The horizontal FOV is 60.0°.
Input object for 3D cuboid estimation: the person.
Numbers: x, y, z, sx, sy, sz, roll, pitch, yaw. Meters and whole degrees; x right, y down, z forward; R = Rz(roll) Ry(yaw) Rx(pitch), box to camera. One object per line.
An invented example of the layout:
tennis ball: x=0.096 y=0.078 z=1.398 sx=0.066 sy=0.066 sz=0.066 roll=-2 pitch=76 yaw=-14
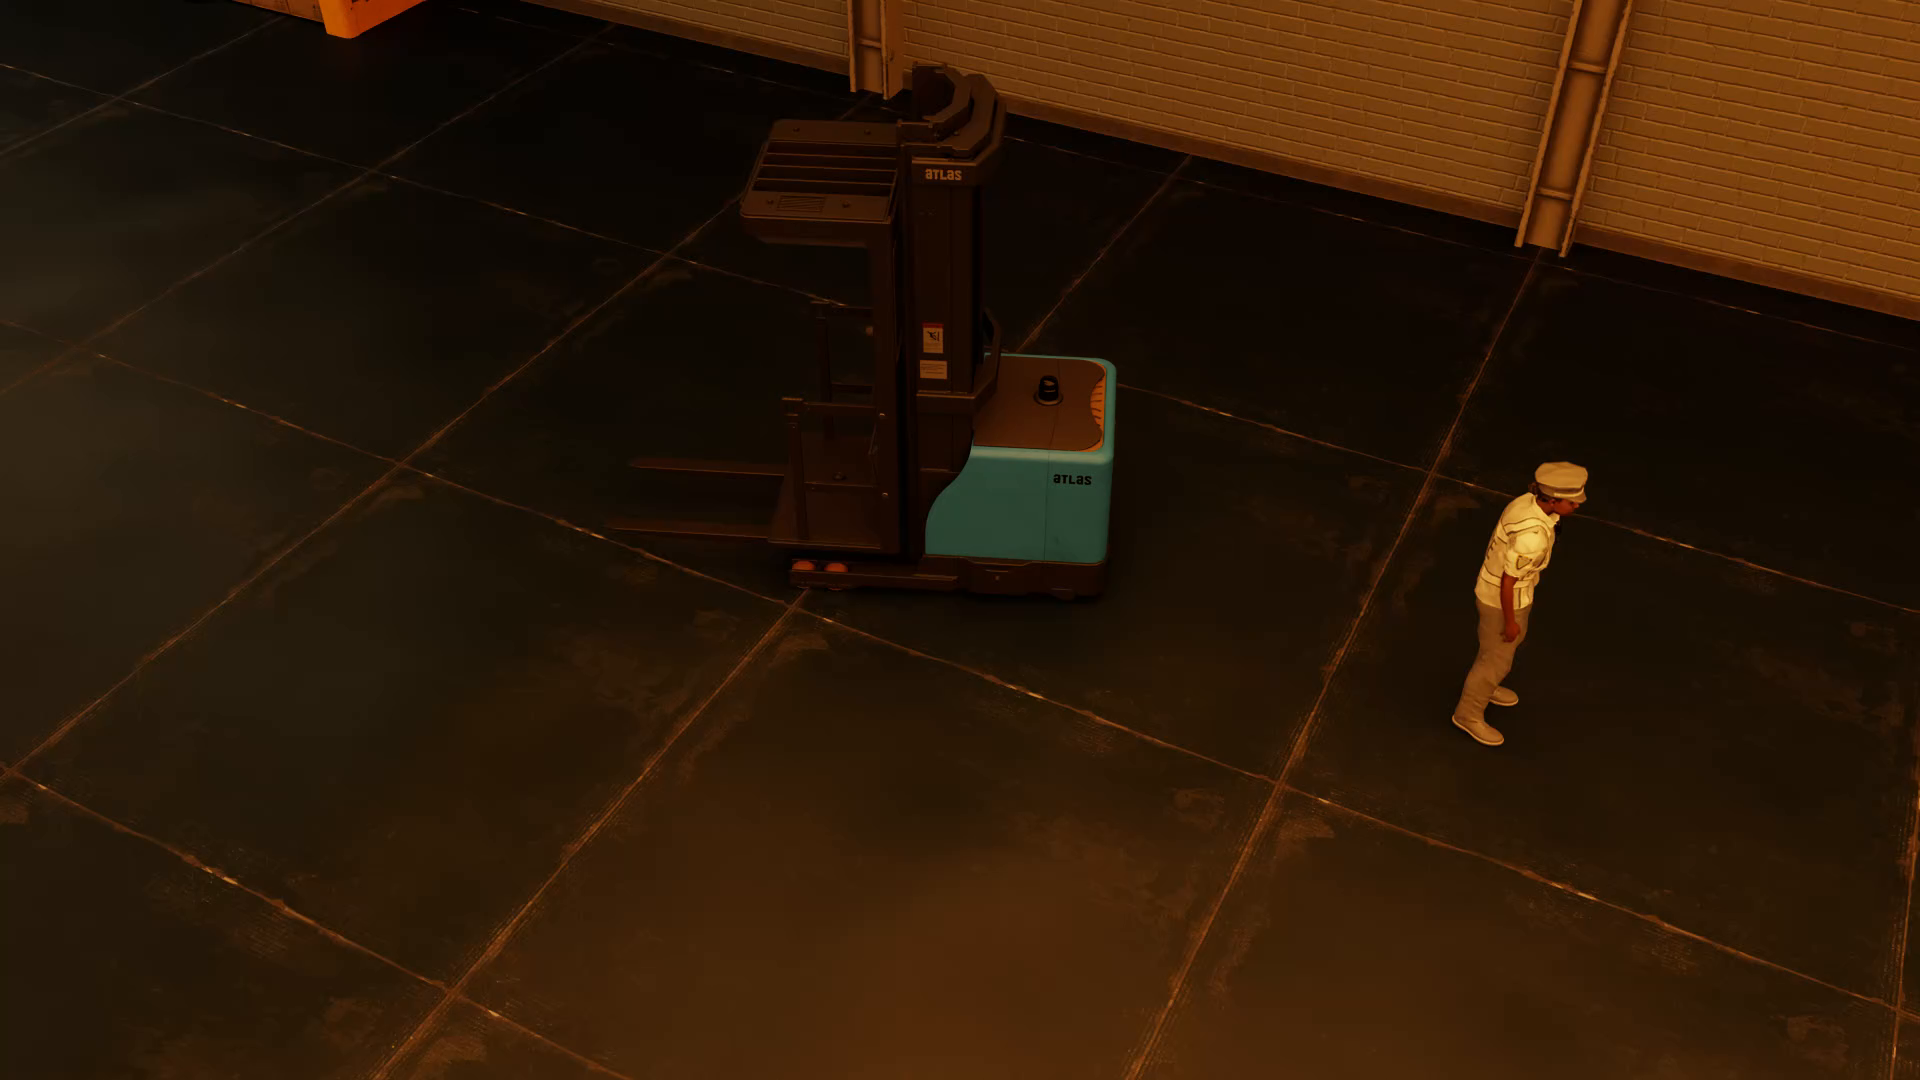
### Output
person: x=2.867 y=0.302 z=8.618 sx=0.397 sy=1.657 sz=0.510 roll=19 pitch=44 yaw=21

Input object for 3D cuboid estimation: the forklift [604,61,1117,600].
forklift: x=-0.606 y=-1.157 z=9.360 sx=3.031 sy=2.935 sz=1.130 roll=3 pitch=40 yaw=4
